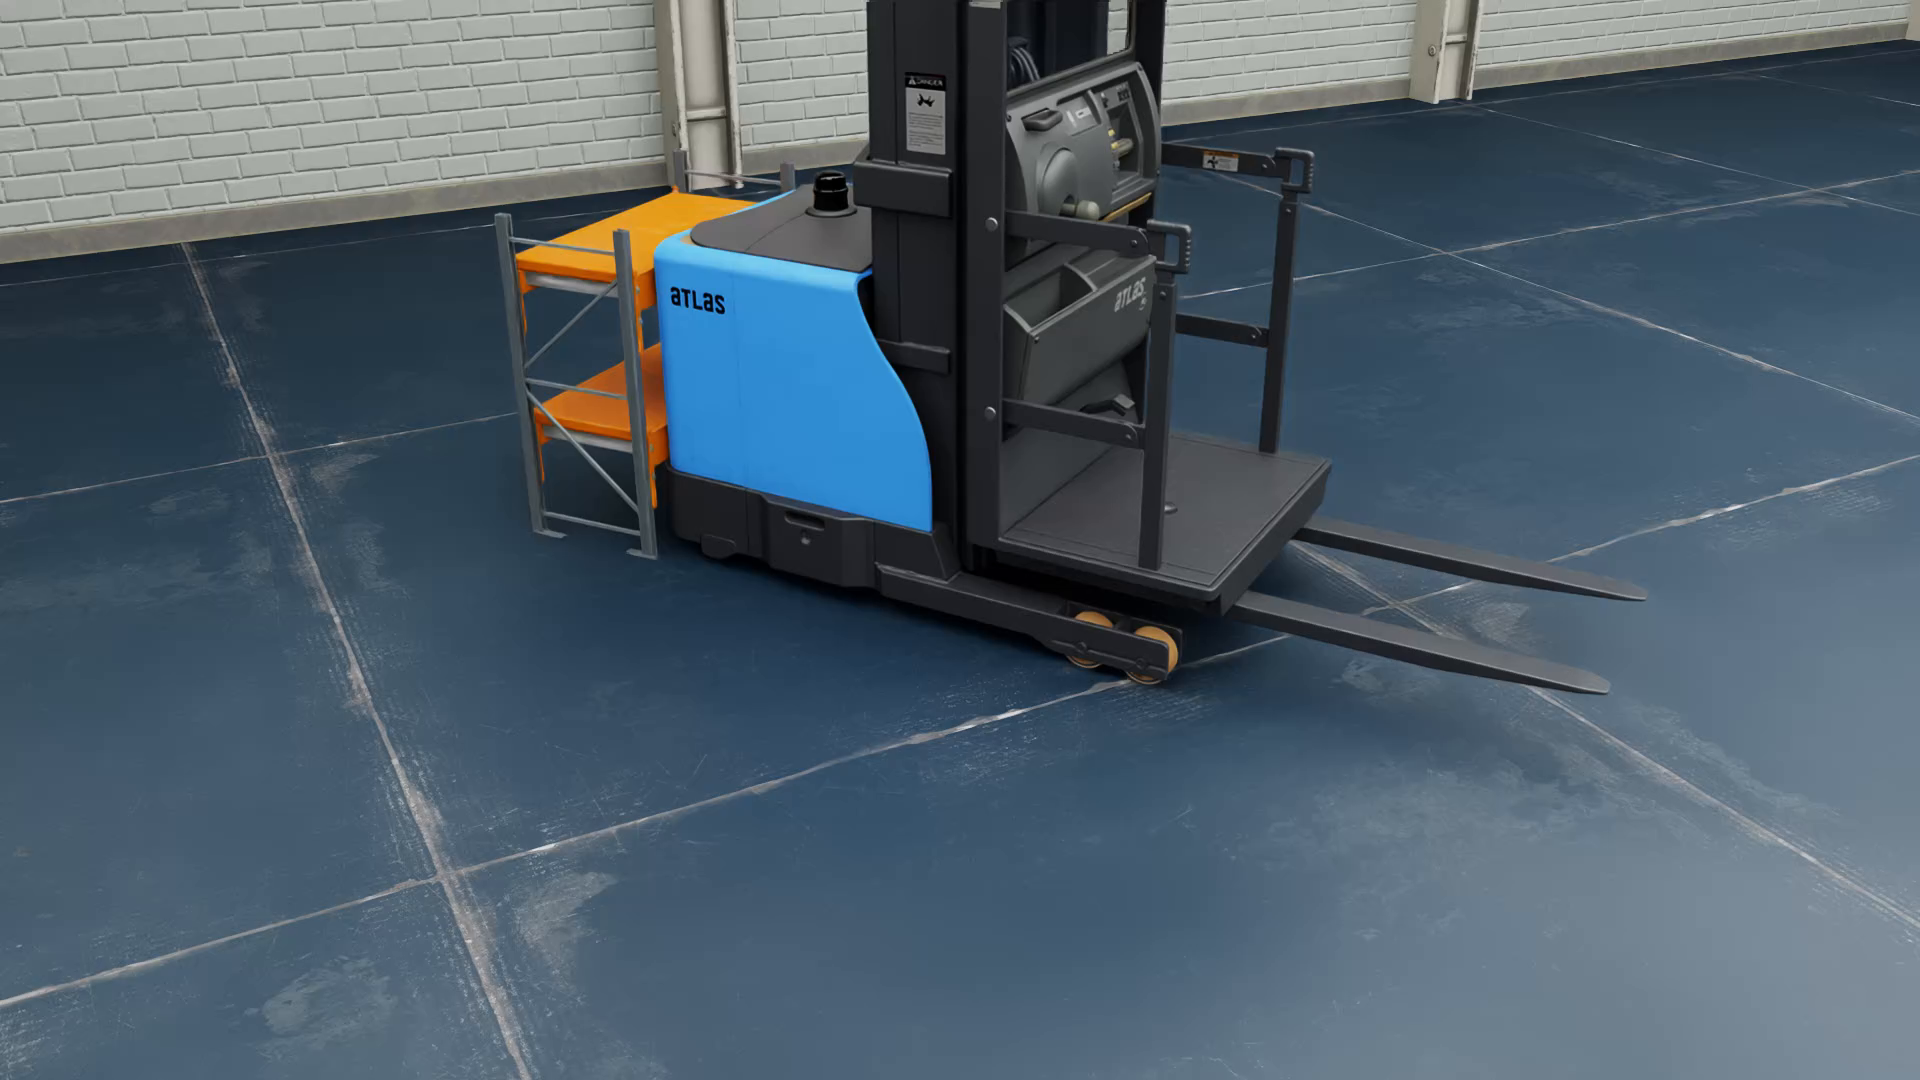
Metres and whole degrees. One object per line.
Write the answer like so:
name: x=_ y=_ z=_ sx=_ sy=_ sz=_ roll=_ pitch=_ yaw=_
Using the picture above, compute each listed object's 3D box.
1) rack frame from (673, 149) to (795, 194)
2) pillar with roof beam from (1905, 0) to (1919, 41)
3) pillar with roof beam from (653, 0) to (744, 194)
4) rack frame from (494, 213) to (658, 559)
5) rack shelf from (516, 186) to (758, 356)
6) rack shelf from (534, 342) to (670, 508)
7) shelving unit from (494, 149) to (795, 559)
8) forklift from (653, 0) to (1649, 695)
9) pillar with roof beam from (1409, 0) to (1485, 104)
rack frame: x=-0.829 y=-0.892 z=6.309 sx=0.500 sy=1.125 sz=0.032 roll=11 pitch=28 yaw=22
pillar with roof beam: x=11.031 y=-7.060 z=10.057 sx=0.400 sy=9.000 sz=9.100 roll=-13 pitch=29 yaw=-25
pillar with roof beam: x=0.442 y=-4.616 z=4.967 sx=0.400 sy=9.000 sz=9.100 roll=-13 pitch=29 yaw=-25
rack frame: x=-1.257 y=-0.493 z=5.477 sx=0.500 sy=1.125 sz=0.032 roll=11 pitch=28 yaw=22
rack shelf: x=-1.043 y=-0.956 z=5.766 sx=0.538 sy=0.278 sz=1.000 roll=11 pitch=28 yaw=22
rack shelf: x=-1.043 y=-0.472 z=5.999 sx=0.538 sy=0.278 sz=1.000 roll=11 pitch=28 yaw=22
shelving unit: x=-1.043 y=-0.693 z=5.893 sx=0.538 sy=1.125 sz=1.048 roll=11 pitch=28 yaw=22
forklift: x=0.553 y=-1.161 z=4.782 sx=3.031 sy=2.935 sz=1.130 roll=14 pitch=29 yaw=26
pillar with roof beam: x=5.736 y=-5.838 z=7.512 sx=0.400 sy=9.000 sz=9.100 roll=-13 pitch=29 yaw=-25
